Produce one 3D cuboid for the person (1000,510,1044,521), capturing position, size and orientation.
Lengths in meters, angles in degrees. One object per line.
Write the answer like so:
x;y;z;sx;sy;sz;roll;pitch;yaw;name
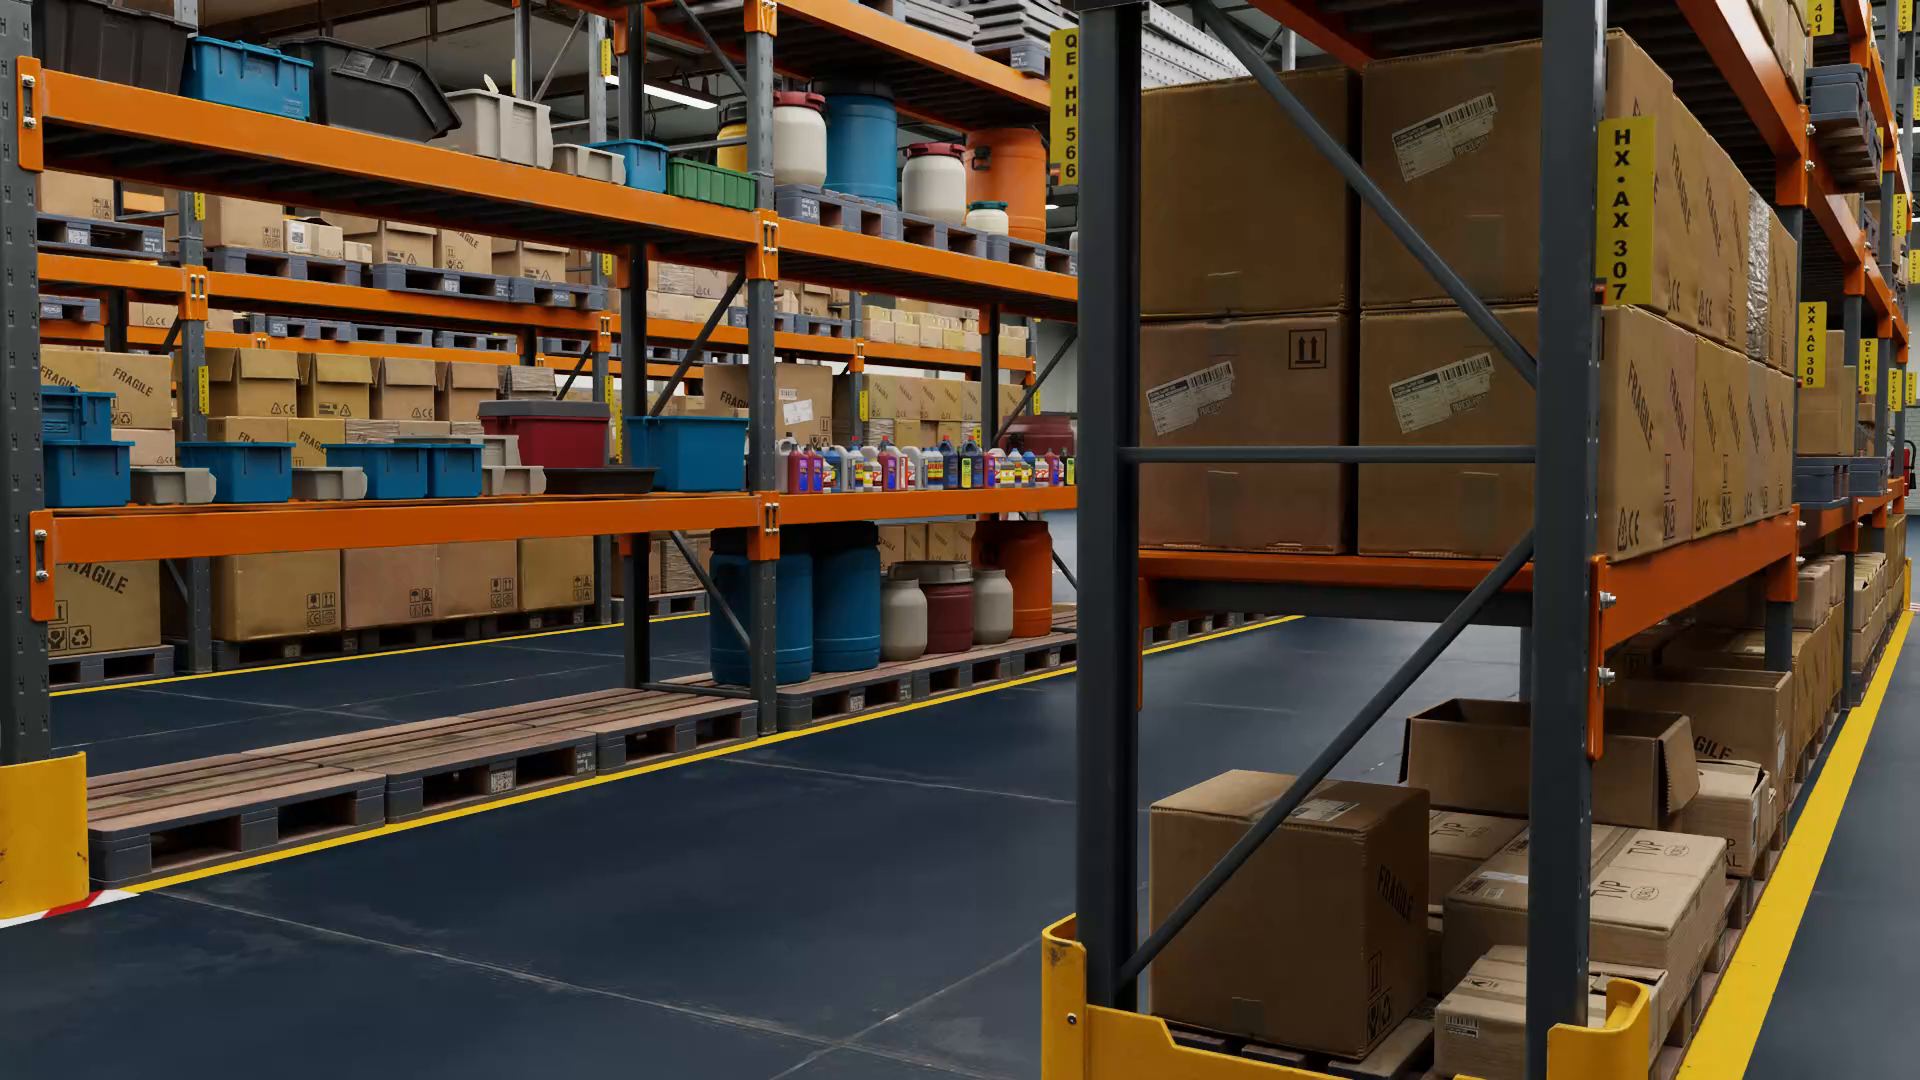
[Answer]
0.537;-0.081;14.606;0.393;1.743;0.529;2;3;32;person
